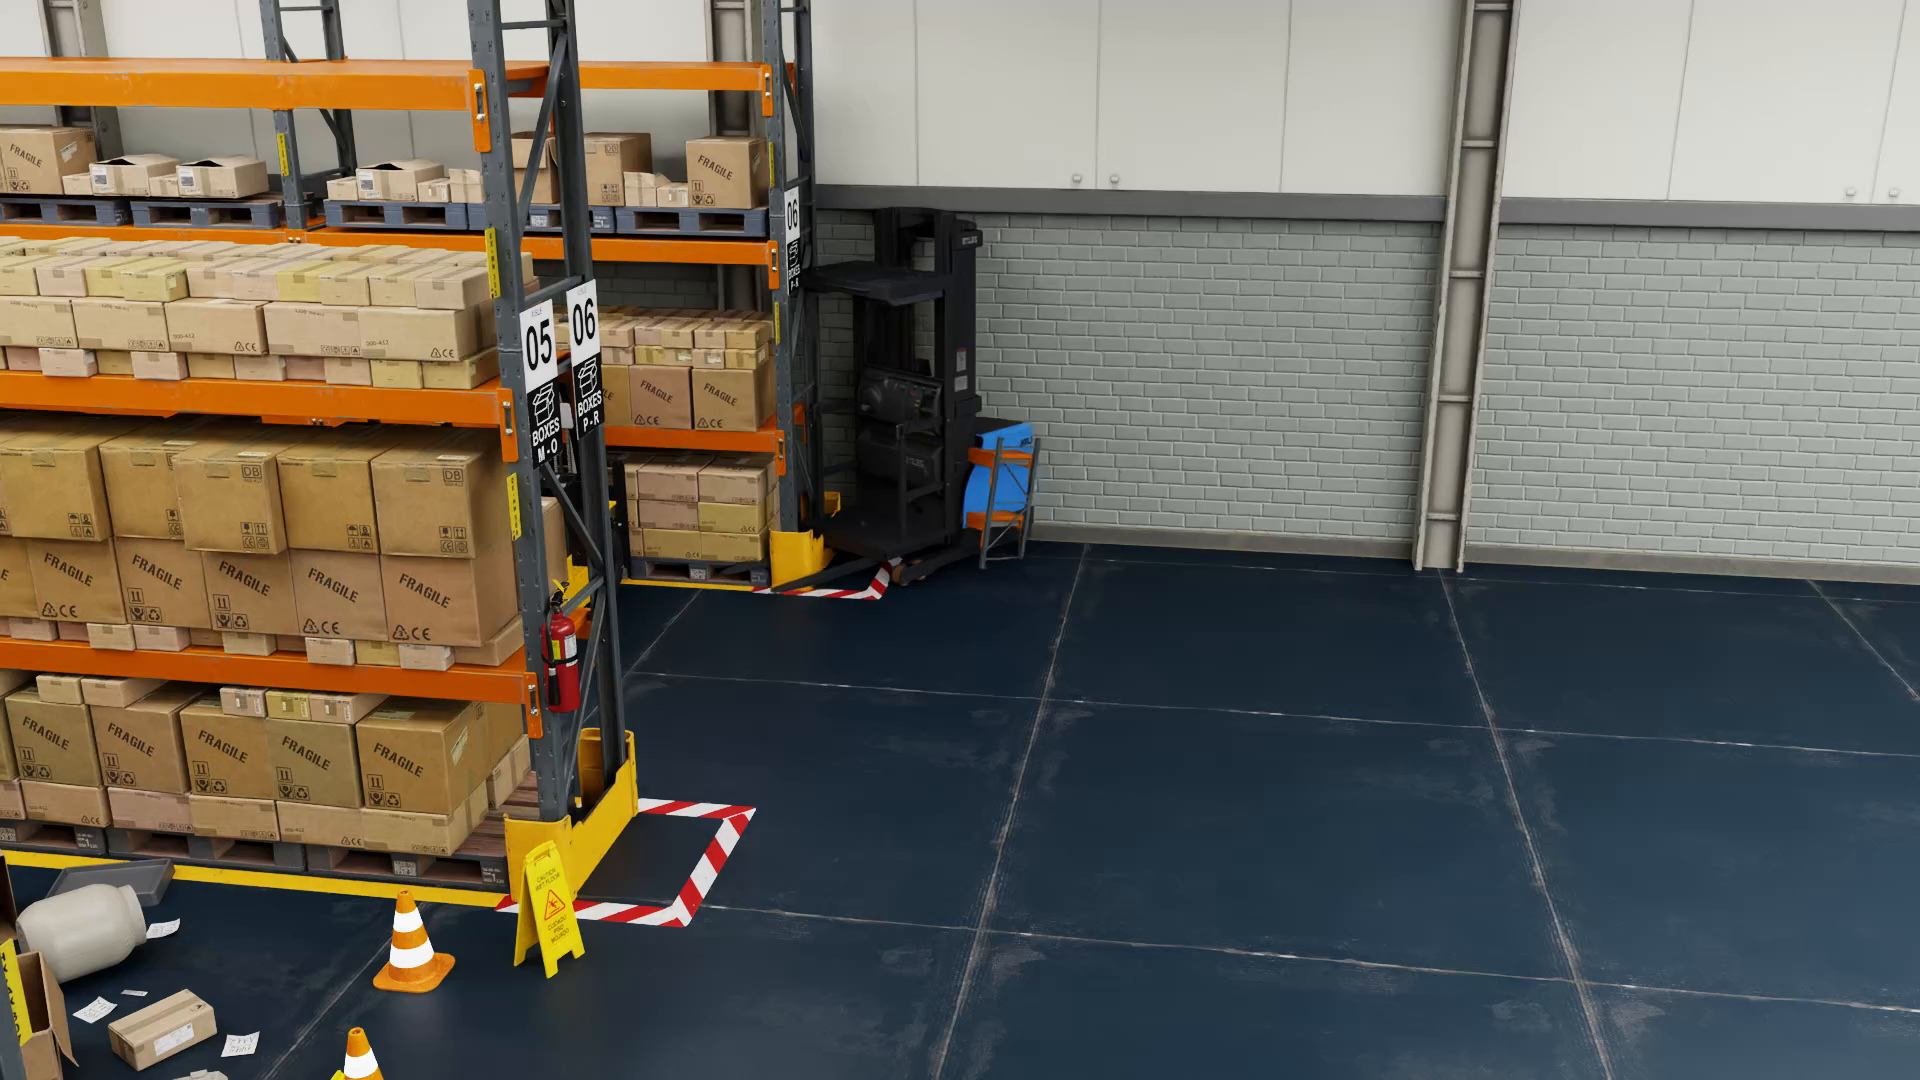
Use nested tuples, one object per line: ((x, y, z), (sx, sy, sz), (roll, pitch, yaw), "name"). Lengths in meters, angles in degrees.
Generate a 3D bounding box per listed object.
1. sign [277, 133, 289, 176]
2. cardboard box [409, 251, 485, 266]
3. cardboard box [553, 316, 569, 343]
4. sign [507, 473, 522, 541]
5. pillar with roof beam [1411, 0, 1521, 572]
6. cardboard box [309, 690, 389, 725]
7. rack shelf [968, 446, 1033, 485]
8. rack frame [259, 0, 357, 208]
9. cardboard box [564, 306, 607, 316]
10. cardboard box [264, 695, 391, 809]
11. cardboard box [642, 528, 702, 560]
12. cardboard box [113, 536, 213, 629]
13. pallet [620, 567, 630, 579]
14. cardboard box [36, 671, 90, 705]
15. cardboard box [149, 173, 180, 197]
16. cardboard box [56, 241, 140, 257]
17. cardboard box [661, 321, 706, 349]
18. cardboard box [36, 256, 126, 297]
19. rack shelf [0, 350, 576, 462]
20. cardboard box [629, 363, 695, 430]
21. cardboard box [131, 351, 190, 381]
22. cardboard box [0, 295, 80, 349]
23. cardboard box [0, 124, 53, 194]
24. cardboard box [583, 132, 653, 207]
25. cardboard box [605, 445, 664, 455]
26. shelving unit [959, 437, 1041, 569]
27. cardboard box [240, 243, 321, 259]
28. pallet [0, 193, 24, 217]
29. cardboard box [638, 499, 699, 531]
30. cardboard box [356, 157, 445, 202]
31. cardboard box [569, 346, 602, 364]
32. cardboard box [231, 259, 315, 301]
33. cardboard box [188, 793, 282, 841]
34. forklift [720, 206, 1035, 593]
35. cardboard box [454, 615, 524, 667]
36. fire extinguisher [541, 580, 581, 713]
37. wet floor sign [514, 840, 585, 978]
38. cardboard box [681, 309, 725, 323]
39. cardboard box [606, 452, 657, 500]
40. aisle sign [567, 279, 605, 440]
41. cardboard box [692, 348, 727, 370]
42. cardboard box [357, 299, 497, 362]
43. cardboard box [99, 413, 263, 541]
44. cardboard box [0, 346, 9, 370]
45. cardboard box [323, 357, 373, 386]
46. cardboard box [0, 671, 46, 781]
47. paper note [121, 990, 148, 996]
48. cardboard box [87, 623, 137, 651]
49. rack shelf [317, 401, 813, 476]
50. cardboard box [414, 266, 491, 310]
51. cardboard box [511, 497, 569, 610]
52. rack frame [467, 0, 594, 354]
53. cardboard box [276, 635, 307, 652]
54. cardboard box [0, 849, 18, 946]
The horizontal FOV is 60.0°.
((-5.344, -3.041, 13.126), (0.005, 0.325, 0.100), (3, 19, 9), "sign")
((-2.671, -1.409, 8.699), (0.250, 0.149, 0.380), (3, 19, 8), "cardboard box")
((-3.220, -1.717, 13.558), (0.250, 0.149, 0.380), (3, 19, 9), "cardboard box")
((-2.209, -0.164, 8.243), (0.005, 0.325, 0.100), (3, 19, 9), "sign")
((3.379, -2.705, 8.705), (0.400, 9.000, 9.100), (3, 19, 9), "pillar with roof beam")
((-3.307, 0.847, 9.010), (0.250, 0.149, 0.380), (3, 19, 10), "cardboard box")
((0.118, -0.714, 14.376), (0.538, 0.278, 1.000), (-2, 15, -44), "rack shelf")
((-5.267, -4.240, 13.292), (0.127, 3.000, 1.000), (3, 19, 9), "rack frame")
((-3.138, -1.860, 13.986), (0.250, 0.149, 0.380), (3, 19, 9), "cardboard box")
((-3.450, 1.127, 9.196), (0.500, 0.500, 0.500), (4, 19, 11), "cardboard box")
((-2.321, -0.041, 13.870), (0.500, 0.250, 0.500), (3, 19, 9), "cardboard box")
((-4.166, 0.148, 9.007), (0.500, 0.500, 0.500), (3, 19, 9), "cardboard box")
((-3.281, 0.042, 14.346), (1.213, 0.211, 1.003), (3, 19, 9), "pallet")
((-4.890, 0.767, 9.251), (0.250, 0.149, 0.380), (4, 19, 11), "cardboard box")
((-6.401, -2.905, 13.606), (0.250, 0.149, 0.380), (3, 19, 9), "cardboard box")
((-4.672, -1.526, 9.047), (0.250, 0.149, 0.380), (3, 19, 8), "cardboard box")
((-2.216, -1.649, 13.355), (0.250, 0.149, 0.380), (3, 19, 10), "cardboard box")
((-4.497, -1.354, 8.535), (0.250, 0.149, 0.380), (3, 19, 8), "cardboard box")
((-4.076, -0.820, 8.933), (4.000, 0.370, 1.077), (3, 19, 9), "rack shelf")
((-2.356, -1.212, 13.541), (0.500, 0.500, 0.500), (4, 19, 10), "cardboard box")
((-4.022, -0.935, 8.539), (0.250, 0.149, 0.380), (3, 19, 8), "cardboard box")
((-4.657, -1.172, 8.617), (0.500, 0.250, 0.500), (3, 19, 9), "cardboard box")
((-8.026, -3.205, 13.952), (0.500, 0.500, 0.700), (3, 19, 8), "cardboard box")
((-2.789, -2.939, 13.154), (0.500, 0.500, 0.700), (3, 19, 9), "cardboard box")
((-2.748, -0.699, 14.260), (0.500, 0.250, 0.500), (3, 19, 8), "cardboard box")
((0.077, -0.430, 14.429), (0.538, 1.125, 1.048), (-2, 15, -44), "shelving unit")
((-3.649, -1.498, 8.965), (0.250, 0.149, 0.380), (3, 19, 10), "cardboard box")
((-8.532, -2.923, 14.381), (1.003, 0.211, 1.213), (4, 19, 11), "pallet")
((-2.342, -0.281, 13.798), (0.500, 0.250, 0.500), (3, 19, 8), "cardboard box")
((-4.485, -2.903, 13.346), (0.500, 0.311, 0.500), (3, 19, 10), "cardboard box")
((-2.975, -1.535, 13.483), (0.250, 0.149, 0.380), (3, 19, 9), "cardboard box")
((-3.468, -1.320, 8.432), (0.250, 0.149, 0.380), (3, 19, 9), "cardboard box")
((-3.970, 1.457, 9.392), (0.500, 0.250, 0.500), (2, 19, 7), "cardboard box")
((-0.648, -1.195, 13.756), (1.130, 2.935, 3.031), (16, 25, 40), "forklift")
((-2.505, 0.529, 8.890), (0.250, 0.149, 0.380), (4, 19, 10), "cardboard box")
((-2.062, 0.549, 8.557), (0.183, 0.674, 0.296), (3, 19, 9), "fire extinguisher")
((-2.084, 1.823, 8.337), (0.232, 0.644, 0.267), (10, 21, 27), "wet floor sign")
((-2.132, -1.806, 13.824), (0.250, 0.149, 0.380), (3, 19, 10), "cardboard box")
((-2.827, -0.534, 13.768), (0.500, 0.250, 0.500), (3, 19, 9), "cardboard box")
((-1.991, -0.965, 8.862), (0.004, 0.787, 0.394), (3, 19, 9), "aisle sign")
((-1.962, -1.482, 13.324), (0.250, 0.149, 0.380), (3, 19, 10), "cardboard box")
((-2.650, -1.072, 8.319), (0.500, 0.250, 0.500), (3, 19, 8), "cardboard box")
((-4.129, -0.348, 8.913), (0.500, 0.500, 0.700), (3, 19, 8), "cardboard box")
((-5.029, -1.017, 8.783), (0.250, 0.149, 0.380), (3, 19, 10), "cardboard box")
((-3.006, -0.898, 8.428), (0.250, 0.149, 0.380), (3, 19, 10), "cardboard box")
((-5.511, 1.024, 9.505), (0.500, 0.500, 0.500), (4, 19, 11), "cardboard box")
((-4.047, 2.220, 8.151), (0.123, 0.001, 0.032), (3, 19, 9), "paper note")
((-4.529, 0.463, 9.086), (0.250, 0.149, 0.380), (3, 19, 9), "cardboard box")
((-3.293, -0.953, 14.057), (4.000, 0.370, 1.077), (3, 19, 9), "rack shelf")
((-2.482, -1.244, 8.206), (0.250, 0.149, 0.380), (3, 19, 9), "cardboard box")
((-2.525, 0.063, 9.262), (0.500, 0.500, 0.500), (3, 19, 8), "cardboard box")
((-2.102, -2.483, 8.042), (0.127, 3.000, 1.000), (3, 19, 9), "rack frame")
((-3.512, 0.471, 9.063), (0.250, 0.149, 0.380), (3, 19, 9), "cardboard box")
((-5.209, 1.825, 8.557), (0.500, 0.500, 0.500), (-15, 24, -38), "cardboard box")
